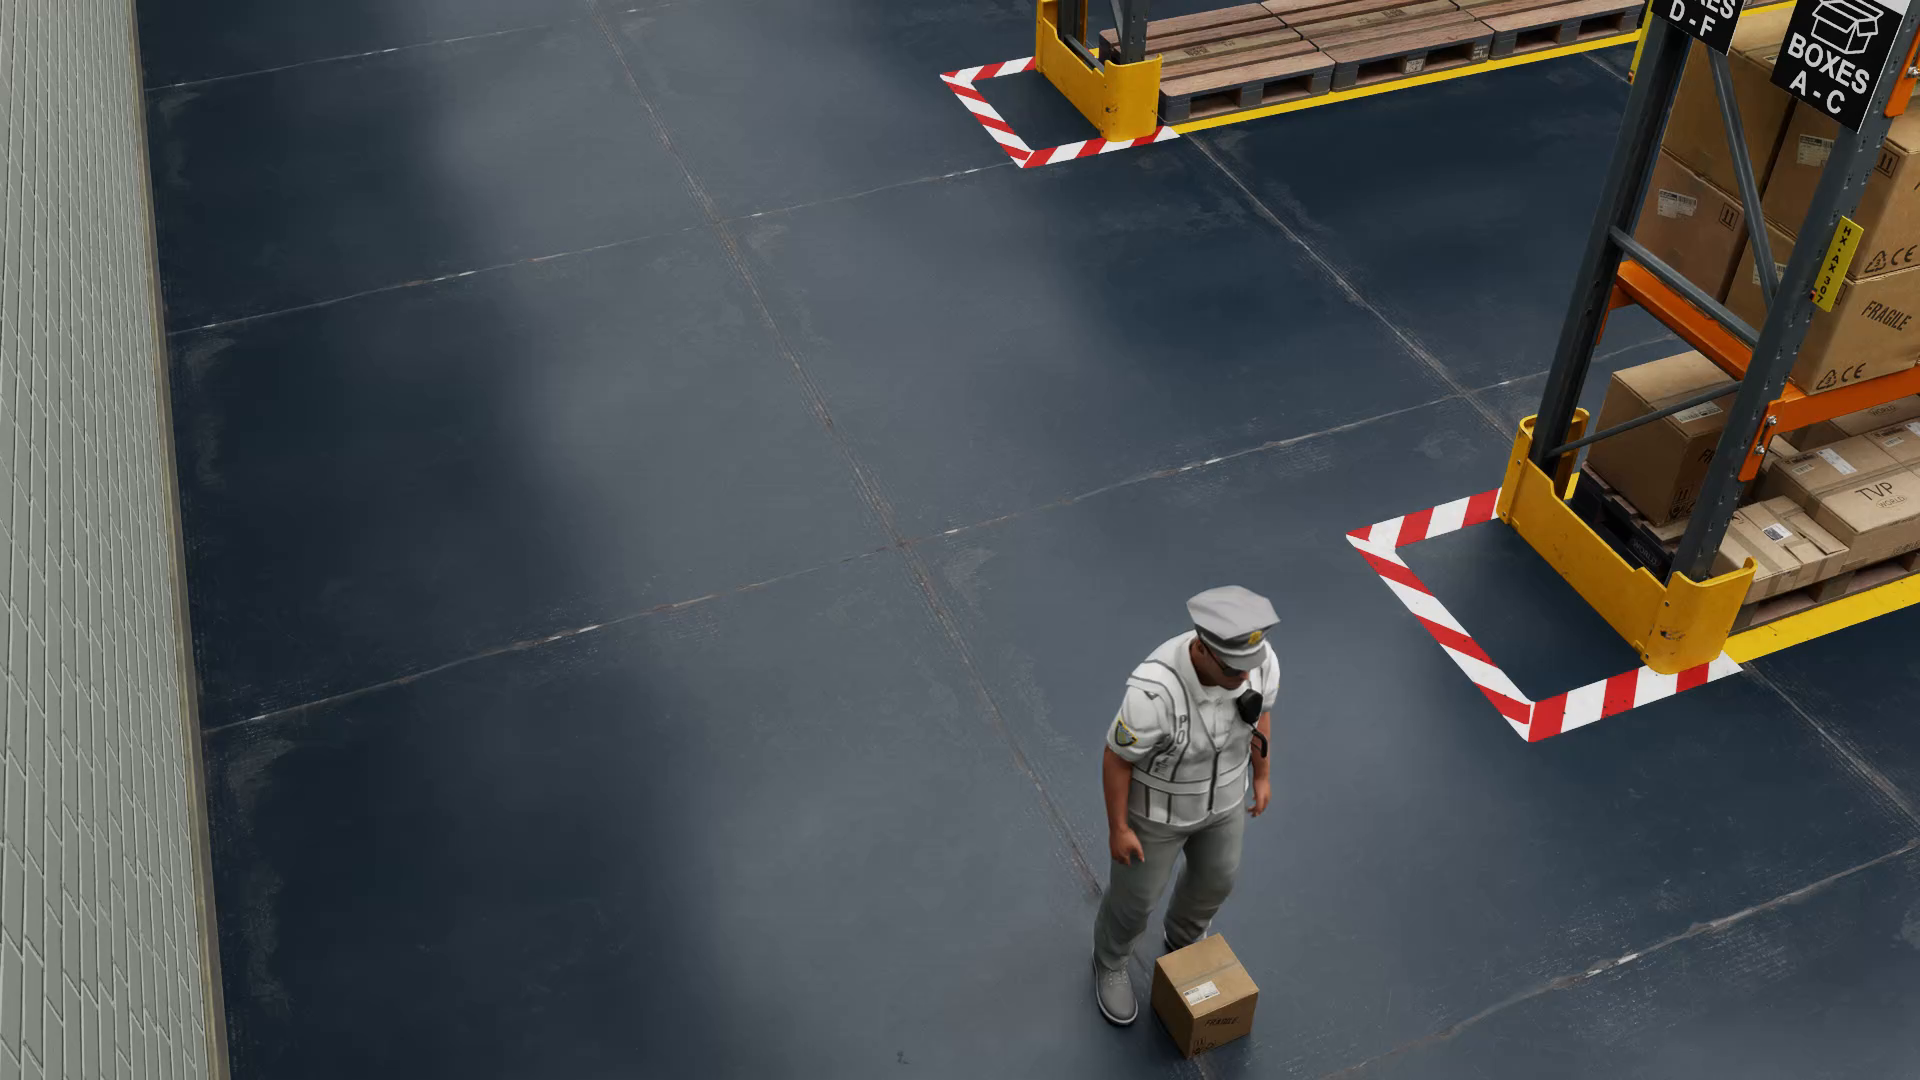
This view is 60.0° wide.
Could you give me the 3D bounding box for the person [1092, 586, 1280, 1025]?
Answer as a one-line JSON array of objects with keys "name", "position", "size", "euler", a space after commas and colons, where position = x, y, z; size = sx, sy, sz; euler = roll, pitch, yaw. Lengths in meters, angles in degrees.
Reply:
[{"name": "person", "position": [0.712, 0.808, 5.238], "size": [0.602, 1.749, 0.469], "euler": [-17, 44, -18]}]
